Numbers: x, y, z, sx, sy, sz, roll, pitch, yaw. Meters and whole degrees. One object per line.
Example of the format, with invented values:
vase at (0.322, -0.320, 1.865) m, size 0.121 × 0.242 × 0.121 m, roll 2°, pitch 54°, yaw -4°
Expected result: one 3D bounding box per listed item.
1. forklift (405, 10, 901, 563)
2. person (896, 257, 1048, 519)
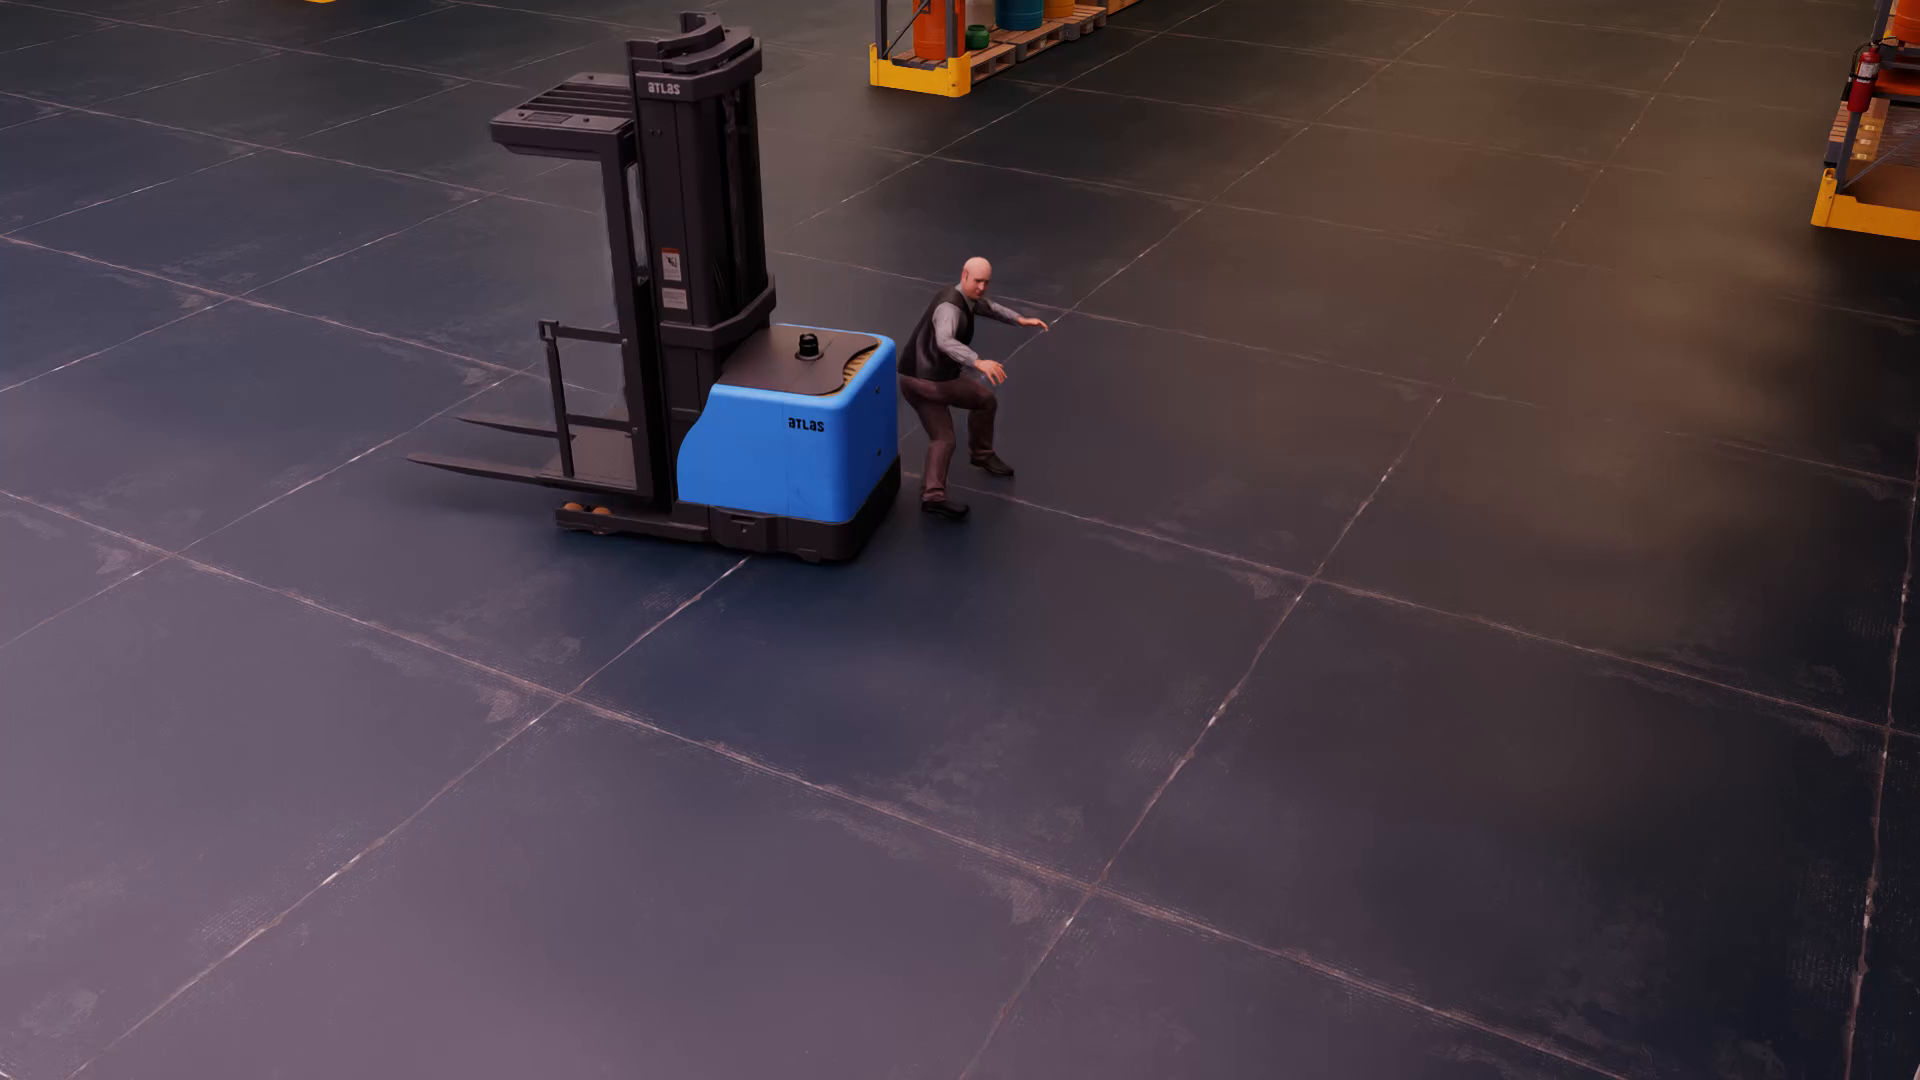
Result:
forklift at (-1.946, -1.542, 9.742) m, size 3.031 × 2.935 × 1.130 m, roll 8°, pitch 31°, yaw 14°
person at (0.126, -0.974, 10.211) m, size 1.003 × 1.498 × 0.943 m, roll -11°, pitch 32°, yaw -18°
